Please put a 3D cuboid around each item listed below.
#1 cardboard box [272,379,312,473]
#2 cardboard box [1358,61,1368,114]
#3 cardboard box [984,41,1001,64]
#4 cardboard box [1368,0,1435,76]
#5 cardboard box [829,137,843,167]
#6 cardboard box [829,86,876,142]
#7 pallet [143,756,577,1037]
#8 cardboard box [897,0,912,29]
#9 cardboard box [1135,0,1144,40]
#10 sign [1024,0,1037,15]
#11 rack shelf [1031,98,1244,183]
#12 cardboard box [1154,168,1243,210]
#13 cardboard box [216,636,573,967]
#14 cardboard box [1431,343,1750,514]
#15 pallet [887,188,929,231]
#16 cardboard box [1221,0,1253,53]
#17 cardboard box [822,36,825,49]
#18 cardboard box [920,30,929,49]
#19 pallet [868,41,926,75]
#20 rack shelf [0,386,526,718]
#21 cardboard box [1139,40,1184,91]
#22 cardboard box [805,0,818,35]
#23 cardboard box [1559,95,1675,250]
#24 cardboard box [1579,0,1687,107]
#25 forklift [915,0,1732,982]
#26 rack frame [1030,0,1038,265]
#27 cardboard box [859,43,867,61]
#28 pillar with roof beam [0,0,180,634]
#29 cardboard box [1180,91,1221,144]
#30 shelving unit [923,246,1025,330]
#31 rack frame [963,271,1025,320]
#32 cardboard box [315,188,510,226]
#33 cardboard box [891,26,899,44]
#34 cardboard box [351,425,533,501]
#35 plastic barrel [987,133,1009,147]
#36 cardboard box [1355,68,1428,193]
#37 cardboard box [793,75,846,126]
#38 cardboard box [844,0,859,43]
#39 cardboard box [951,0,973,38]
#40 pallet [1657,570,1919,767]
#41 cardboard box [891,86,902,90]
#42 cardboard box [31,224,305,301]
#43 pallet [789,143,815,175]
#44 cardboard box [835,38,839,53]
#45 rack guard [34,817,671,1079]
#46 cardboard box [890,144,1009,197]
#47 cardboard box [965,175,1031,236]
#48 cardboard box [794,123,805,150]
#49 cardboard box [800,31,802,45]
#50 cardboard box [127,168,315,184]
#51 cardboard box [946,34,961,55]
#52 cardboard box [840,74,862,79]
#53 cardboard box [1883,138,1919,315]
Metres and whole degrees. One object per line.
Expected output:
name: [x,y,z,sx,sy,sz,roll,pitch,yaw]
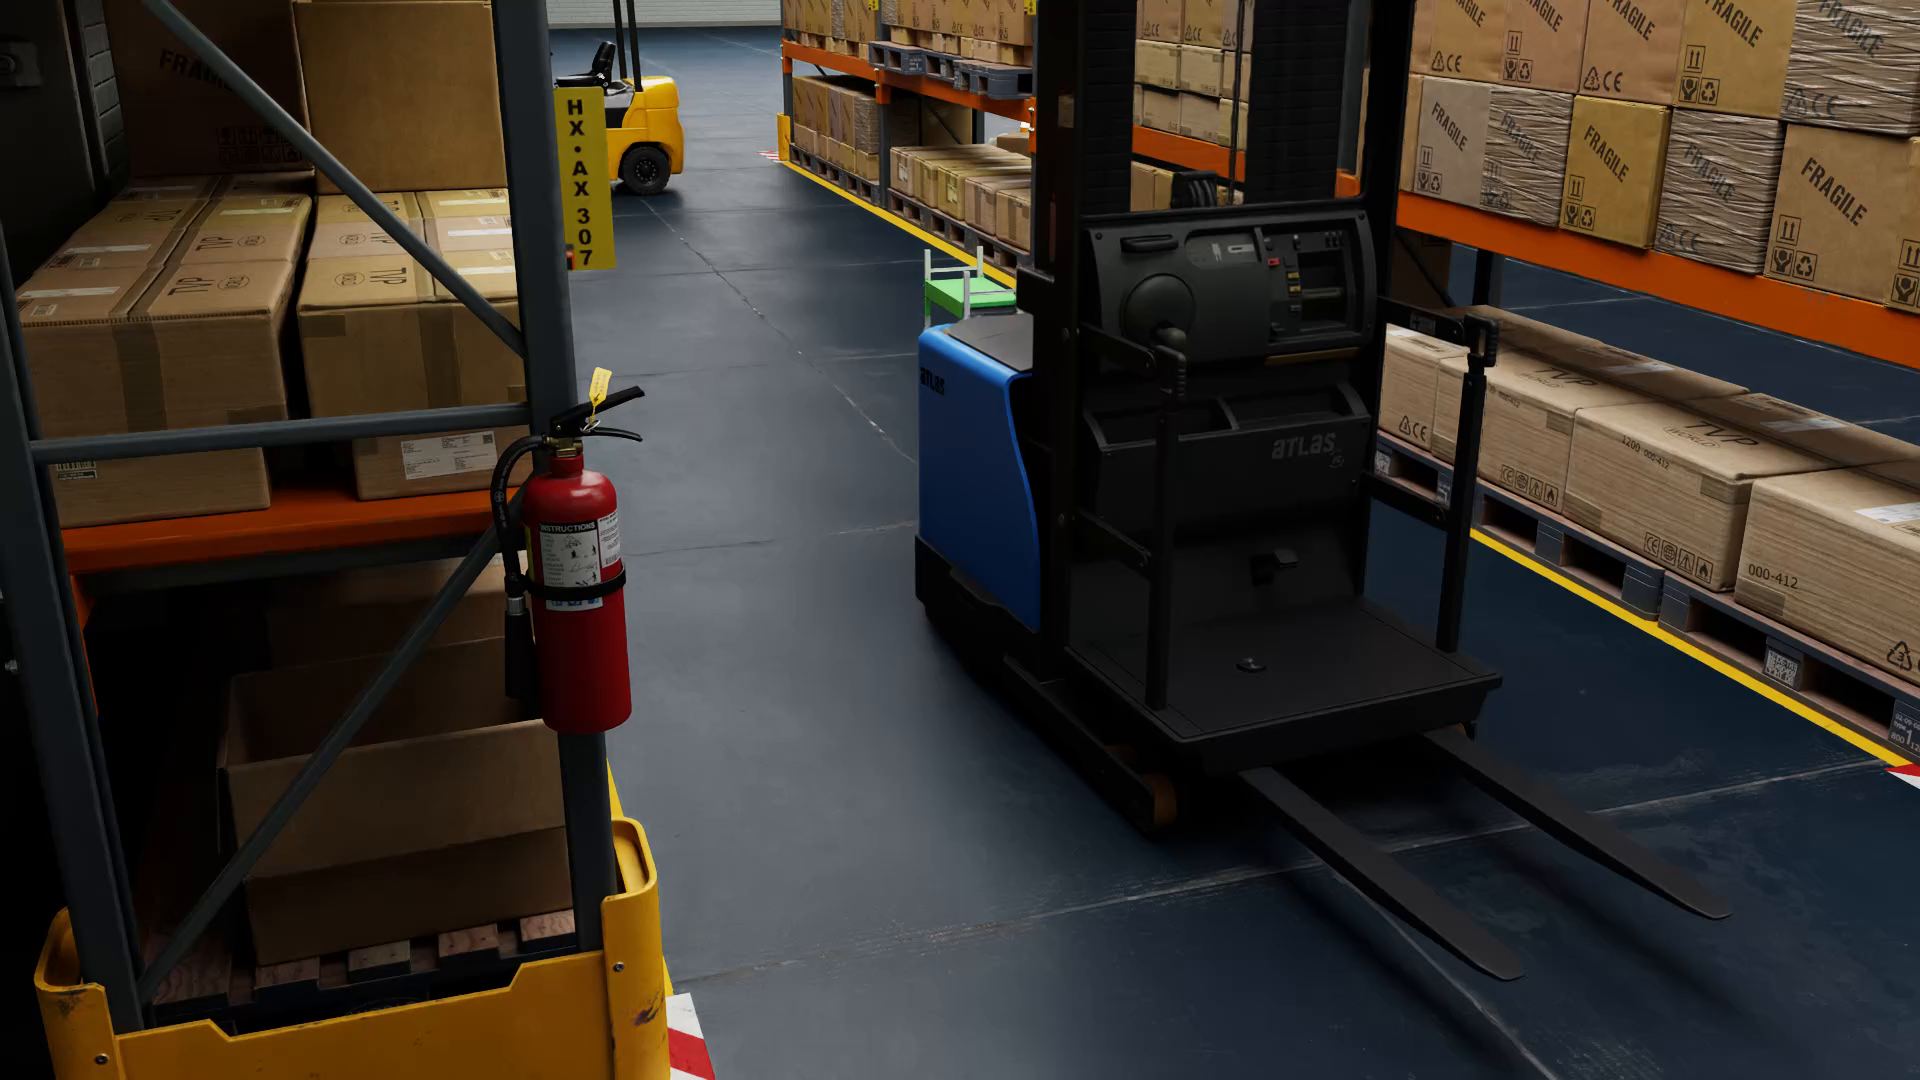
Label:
cardboard box: [-1.581,-0.235,3.504,0.380,0.149,0.250,-6,21,-16]
cardboard box: [1.883,-2.280,8.309,0.500,0.250,0.500,-6,21,-17]
cardboard box: [0.394,-3.597,12.244,0.380,0.149,0.250,-7,21,-18]
cardboard box: [2.172,-2.339,7.363,0.500,0.500,0.500,-6,21,-17]
cardboard box: [-1.035,-3.965,16.964,0.500,0.250,0.500,-6,21,-16]
cardboard box: [-1.025,-4.311,16.819,0.500,0.500,0.500,-5,20,-14]
pallet: [-1.476,0.845,4.252,1.003,0.211,1.213,-6,21,-17]
cardboard box: [-0.229,-4.610,14.104,0.500,0.500,0.500,-6,21,-17]
cardboard box: [1.231,-3.291,10.013,0.500,0.500,0.500,-6,21,-16]
sign: [0.483,-3.730,11.268,0.100,0.325,0.005,-6,21,-17]
rack shelf: [1.624,-2.303,9.954,1.077,0.370,4.000,-6,21,-17]
cardboard box: [1.691,-1.677,9.669,0.875,0.875,0.875,-6,21,-16]
cardboard box: [-1.303,0.584,3.926,0.797,0.503,0.637,-7,21,-19]
cardboard box: [2.630,-0.491,7.016,0.875,0.438,0.875,-7,21,-19]
pallet: [-0.016,-3.005,14.969,1.003,0.211,1.213,-6,21,-17]
cardboard box: [1.704,-2.799,8.645,0.500,0.500,0.500,-6,21,-16]
cardboard box: [-1.220,-5.184,17.282,0.380,0.149,0.250,-6,21,-15]
cardboard box: [-0.115,-4.184,13.879,0.380,0.149,0.250,-6,21,-16]
pallet: [-0.160,-4.216,14.500,1.003,0.211,1.213,-6,21,-17]
rack shelf: [-1.830,-0.490,4.909,1.077,0.370,4.000,-6,21,-17]
cardboard box: [1.374,-2.768,9.666,0.500,0.250,0.500,-6,21,-16]
cardboard box: [-1.306,-5.527,17.278,0.500,0.500,0.500,-7,21,-18]
cardboard box: [2.618,-1.381,6.175,0.500,0.500,0.500,-6,21,-16]
cardboard box: [2.632,-1.848,5.997,0.500,0.500,0.500,-7,21,-18]
forklift: [0.885,-0.730,4.612,1.130,2.935,3.031,-8,21,-22]
rack frame: [0.996,-3.283,11.619,1.000,3.000,0.127,-6,21,-17]
cardboard box: [-0.737,-4.599,15.654,0.380,0.149,0.250,-6,21,-16]
pillar with roof beam: [0.992,-4.432,5.945,9.100,9.000,0.400,-6,21,-17]
cardboard box: [1.573,-2.374,9.309,0.500,0.250,0.500,-7,21,-19]
shelving unit: [0.052,-0.512,6.566,0.258,1.200,0.503,-6,21,-17]
rack frame: [0.129,-0.433,6.348,0.240,1.200,0.015,-6,21,-17]
cardboard box: [-1.409,-0.755,4.363,0.500,0.250,0.500,-7,21,-18]
cardboard box: [-0.388,-4.435,14.577,0.380,0.149,0.250,-6,21,-16]
cardboard box: [-1.044,-0.204,3.418,0.380,0.149,0.250,-7,21,-18]
plastic barrel: [0.567,-4.136,17.805,0.512,0.421,0.421,8,21,20]
cardboard box: [2.152,-1.868,7.532,0.500,0.500,0.500,-6,21,-15]
cardboard box: [-1.520,-4.811,18.210,0.500,0.500,0.500,-7,21,-19]
cardboard box: [-0.806,-5.034,15.907,0.500,0.500,0.500,-6,21,-15]
cardboard box: [0.256,-4.111,12.714,0.500,0.500,0.500,-8,21,-21]
pallet: [3.184,0.348,5.635,1.003,0.211,1.213,-6,21,-17]
cardboard box: [-0.532,-4.378,17.006,0.500,0.500,0.500,-5,20,-14]
cardboard box: [-1.758,-0.542,3.769,0.500,0.250,0.500,-6,21,-17]
pallet: [-1.273,-4.249,18.434,1.003,0.211,1.213,-6,21,-17]
cardboard box: [-1.027,-4.930,16.577,0.380,0.149,0.250,-7,21,-18]
rack guard: [-1.225,0.965,3.491,1.175,0.500,0.348,-6,21,-17]
cardboard box: [-0.095,-3.360,15.099,0.950,0.372,0.625,-6,21,-17]
cardboard box: [0.588,-2.662,13.157,0.950,0.372,0.625,-7,21,-18]
cardboard box: [-1.528,-4.466,18.358,0.500,0.250,0.500,-7,21,-18]
cardboard box: [-1.509,-5.428,17.962,0.380,0.149,0.250,-7,21,-19]
cardboard box: [-2.234,-1.027,5.119,0.500,0.250,0.500,-6,21,-16]
cardboard box: [0.107,-3.931,13.175,0.380,0.149,0.250,-7,21,-19]
cardboard box: [-1.020,-4.877,18.395,0.500,0.500,0.500,-6,21,-17]
cardboard box: [3.107,-0.890,4.808,0.500,0.500,0.500,-6,21,-17]
